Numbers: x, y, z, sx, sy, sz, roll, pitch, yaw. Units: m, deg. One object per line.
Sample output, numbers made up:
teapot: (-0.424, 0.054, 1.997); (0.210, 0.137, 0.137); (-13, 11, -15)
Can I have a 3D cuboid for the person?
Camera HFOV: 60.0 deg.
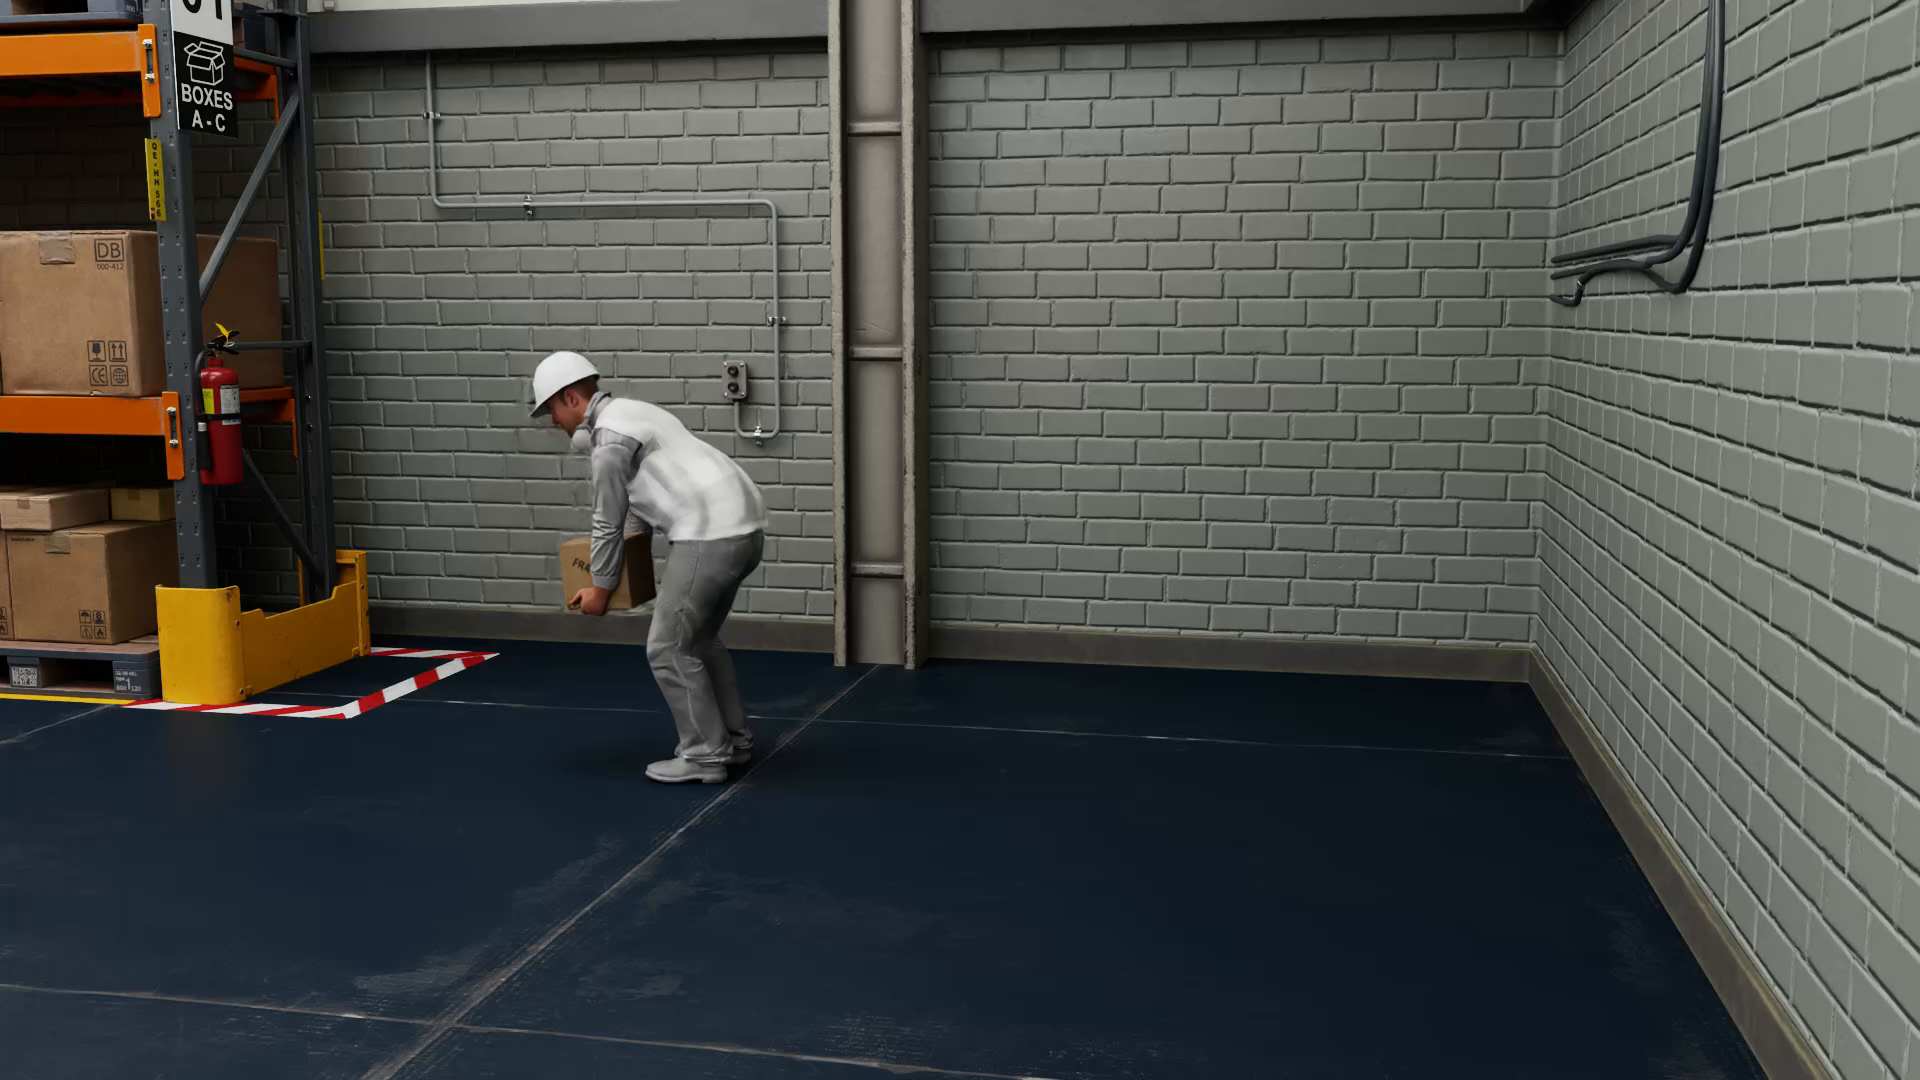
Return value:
person: (-1.007, -0.028, 5.962); (0.568, 1.768, 0.491); (1, 8, 10)
